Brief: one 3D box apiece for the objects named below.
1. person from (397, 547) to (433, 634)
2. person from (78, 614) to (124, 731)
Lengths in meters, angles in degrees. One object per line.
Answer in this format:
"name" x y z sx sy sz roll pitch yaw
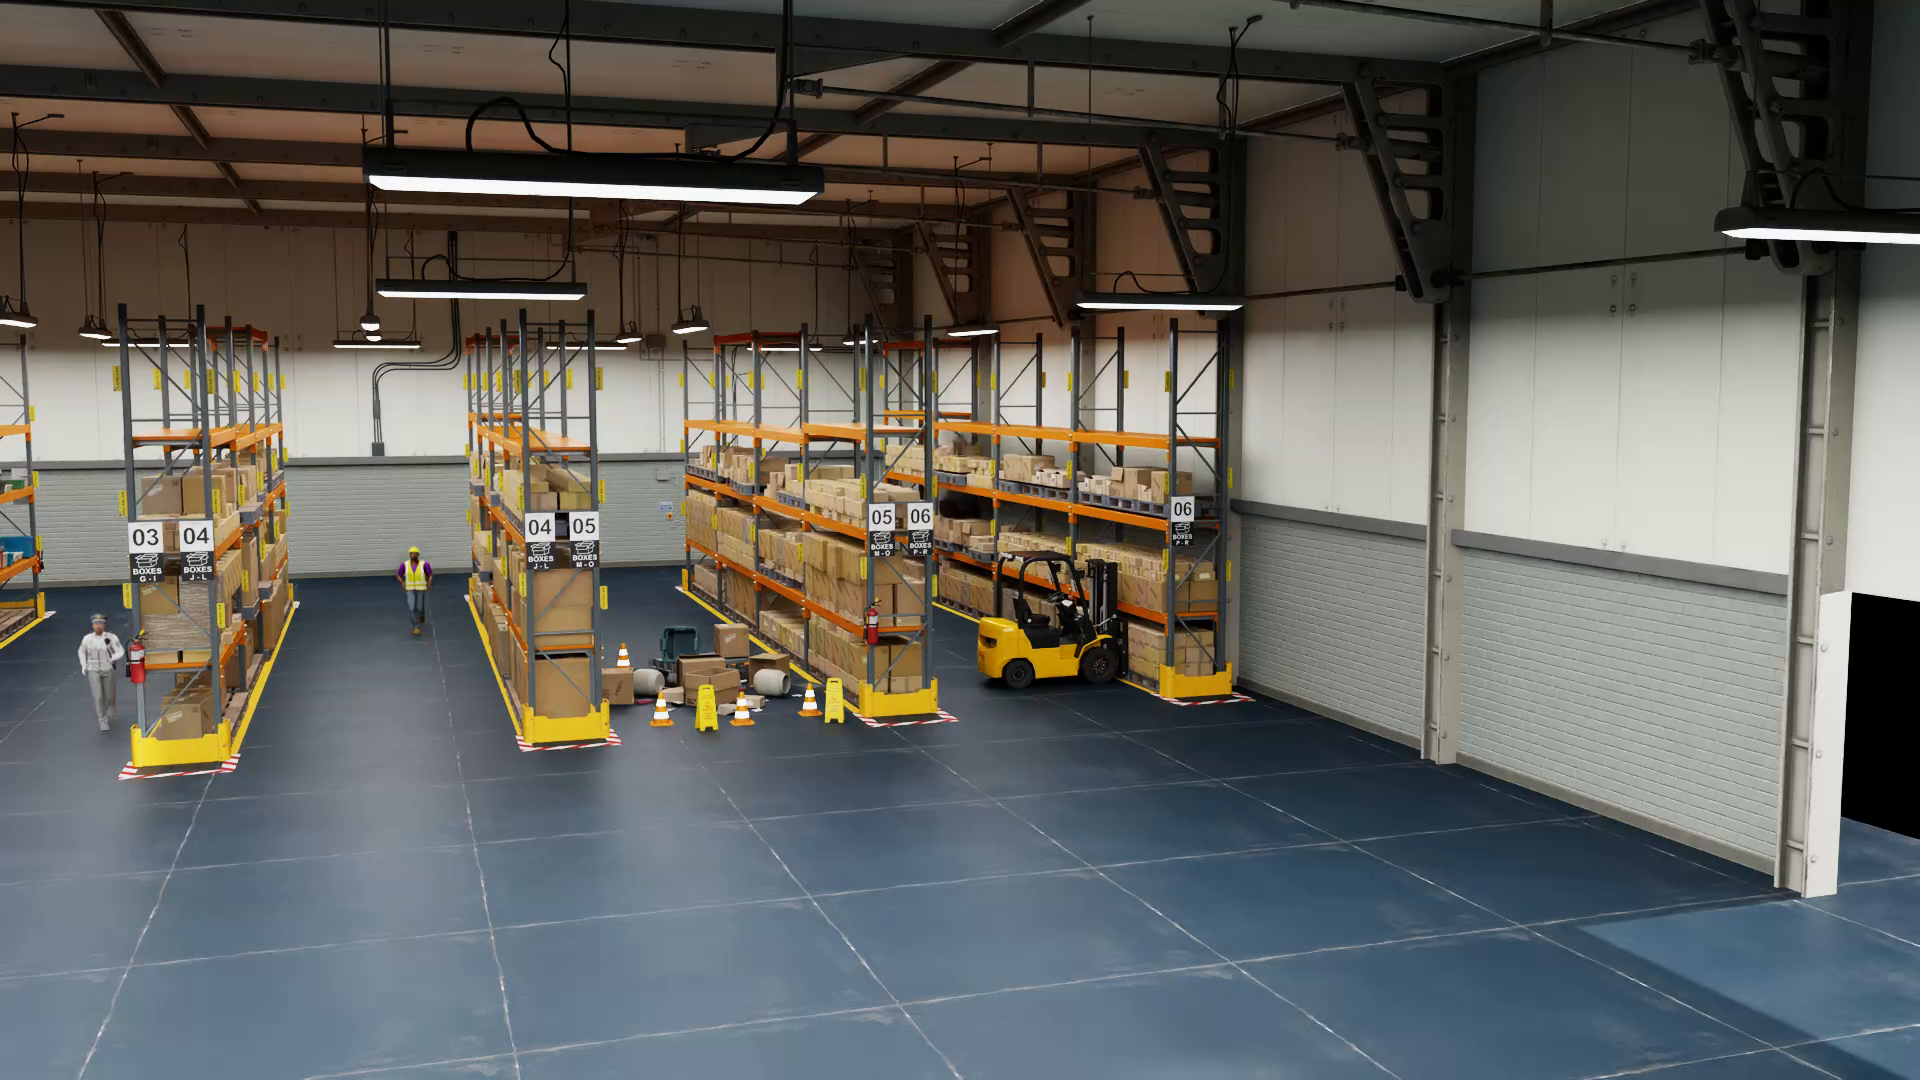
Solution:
"person" -10.910 0.996 33.298 0.702 1.726 0.568 -1 6 -14
"person" -12.432 1.887 24.086 0.616 1.663 0.734 -2 6 -22
